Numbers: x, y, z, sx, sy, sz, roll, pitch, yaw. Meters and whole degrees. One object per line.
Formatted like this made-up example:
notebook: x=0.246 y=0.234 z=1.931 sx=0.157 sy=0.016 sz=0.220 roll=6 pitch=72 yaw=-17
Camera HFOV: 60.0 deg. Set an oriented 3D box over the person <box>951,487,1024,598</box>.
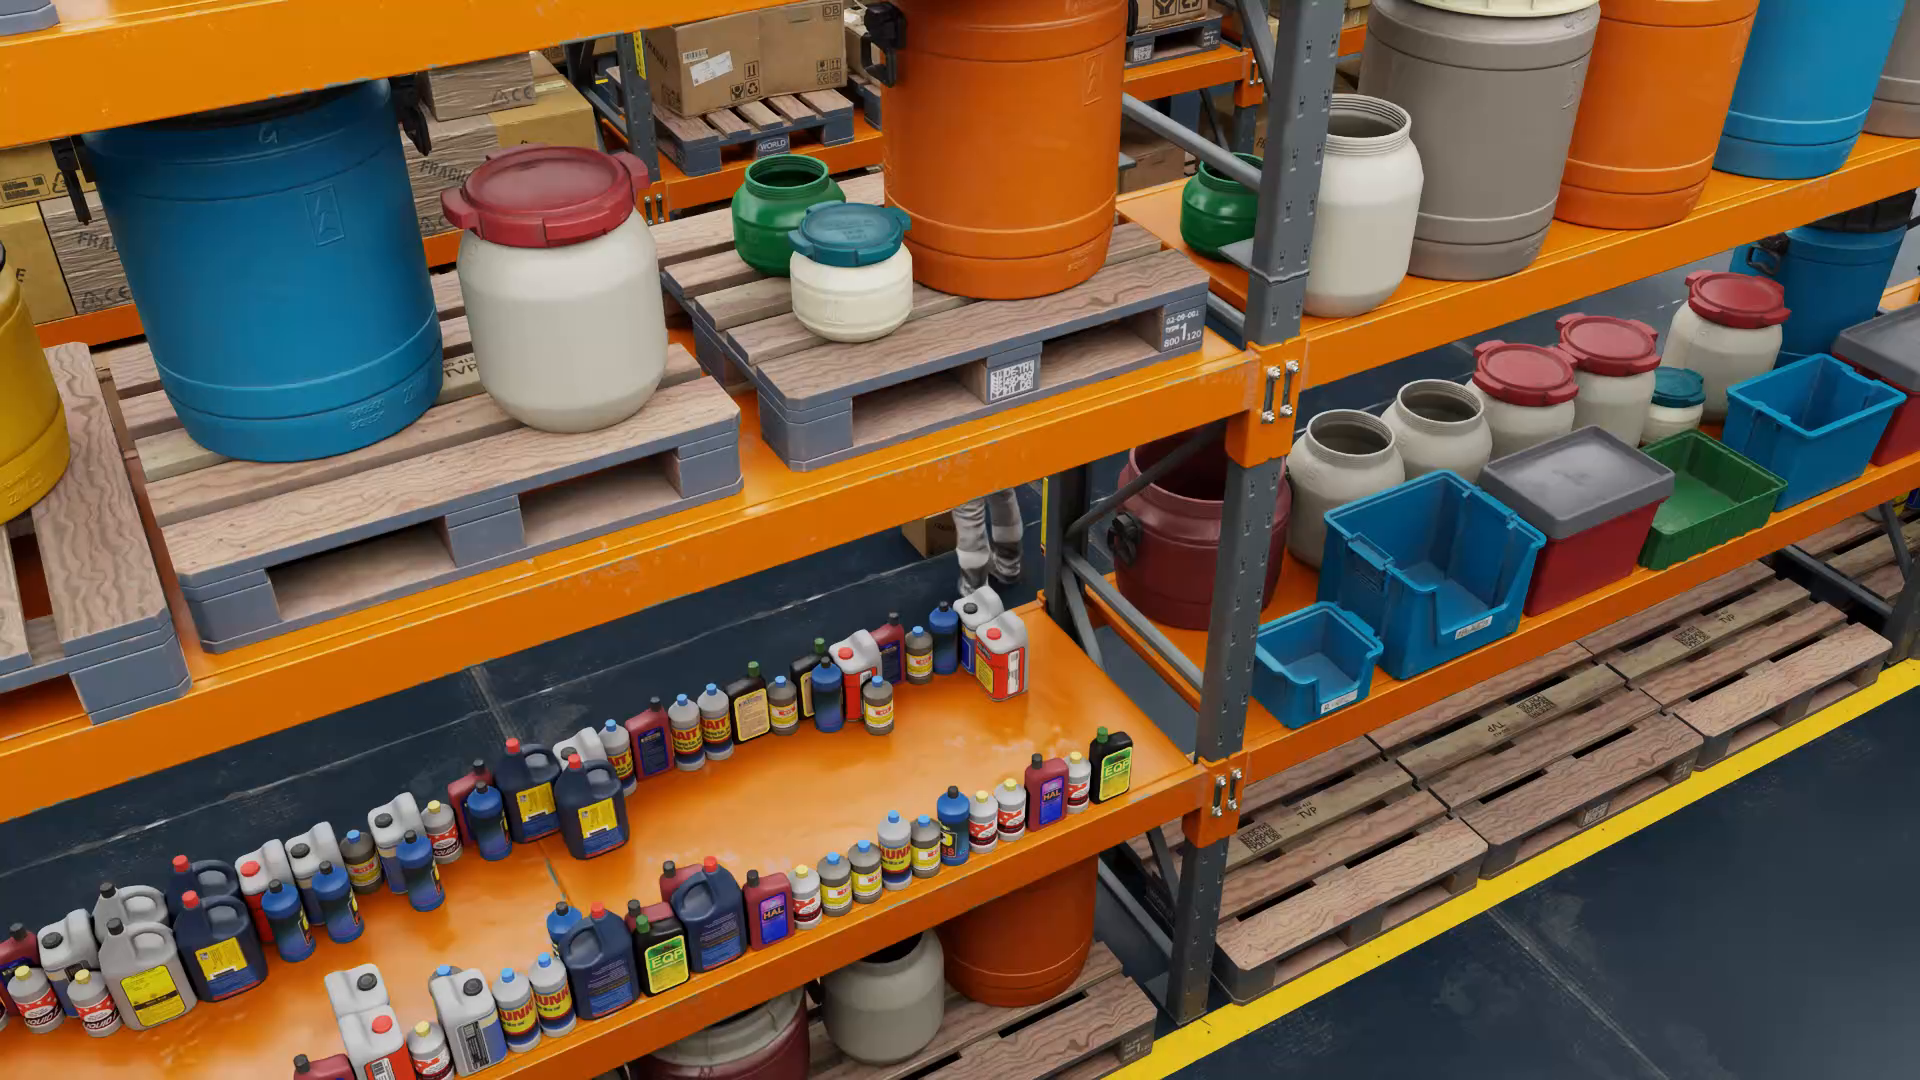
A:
person: x=0.096 y=-0.497 z=7.583 sx=0.522 sy=1.789 sz=0.409 roll=-19 pitch=40 yaw=-23
